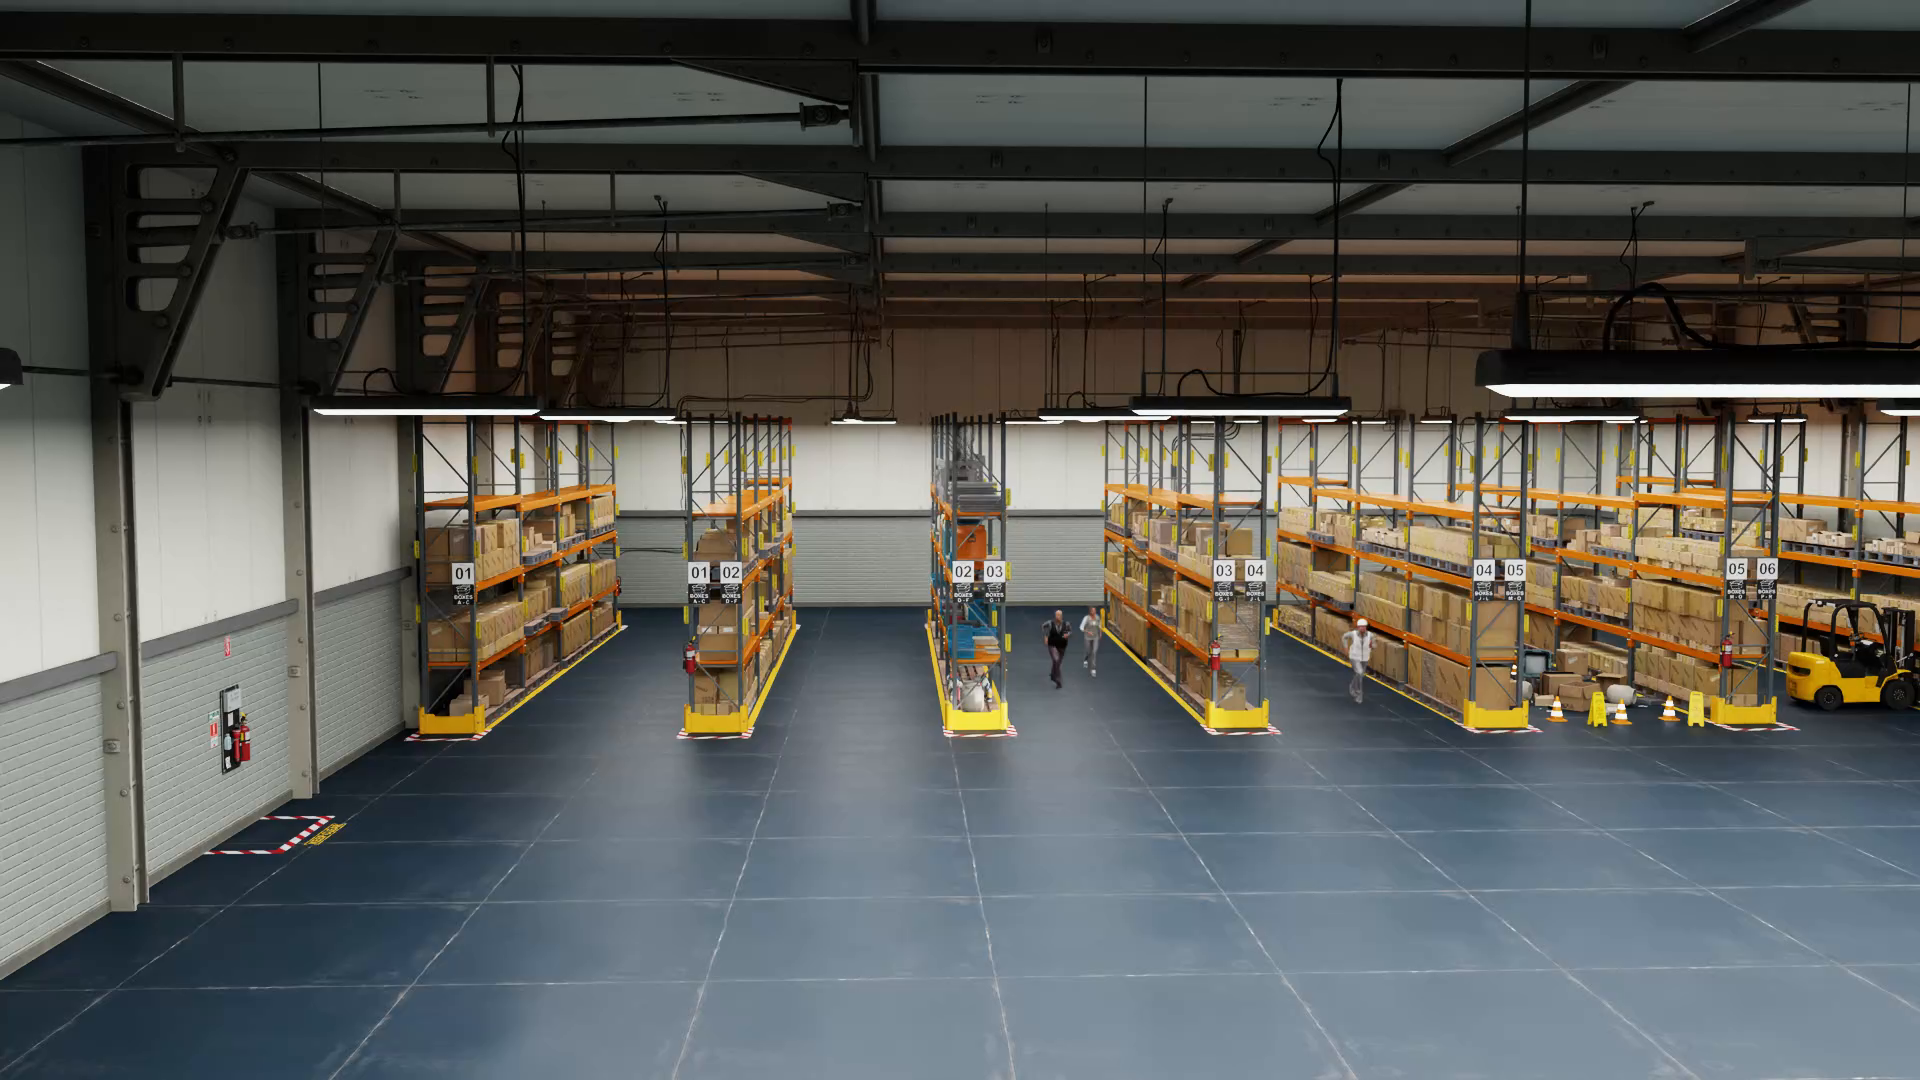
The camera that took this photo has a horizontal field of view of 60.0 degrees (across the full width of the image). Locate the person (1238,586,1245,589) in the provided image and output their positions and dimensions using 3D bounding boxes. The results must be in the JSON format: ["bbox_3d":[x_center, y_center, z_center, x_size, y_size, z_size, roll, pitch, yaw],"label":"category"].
[{"bbox_3d":[7.863,1.710,47.596,0.688,1.592,0.516,1,4,20],"label":"person"}]

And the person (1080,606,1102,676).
[{"bbox_3d":[3.037,2.315,38.537,0.564,1.578,0.921,-1,4,-13],"label":"person"}]

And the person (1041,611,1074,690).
[{"bbox_3d":[2.134,2.392,36.624,0.657,1.736,1.003,-1,4,-13],"label":"person"}]

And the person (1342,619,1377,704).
[{"bbox_3d":[8.312,2.500,34.657,0.650,1.773,0.944,-1,4,-9],"label":"person"}]
